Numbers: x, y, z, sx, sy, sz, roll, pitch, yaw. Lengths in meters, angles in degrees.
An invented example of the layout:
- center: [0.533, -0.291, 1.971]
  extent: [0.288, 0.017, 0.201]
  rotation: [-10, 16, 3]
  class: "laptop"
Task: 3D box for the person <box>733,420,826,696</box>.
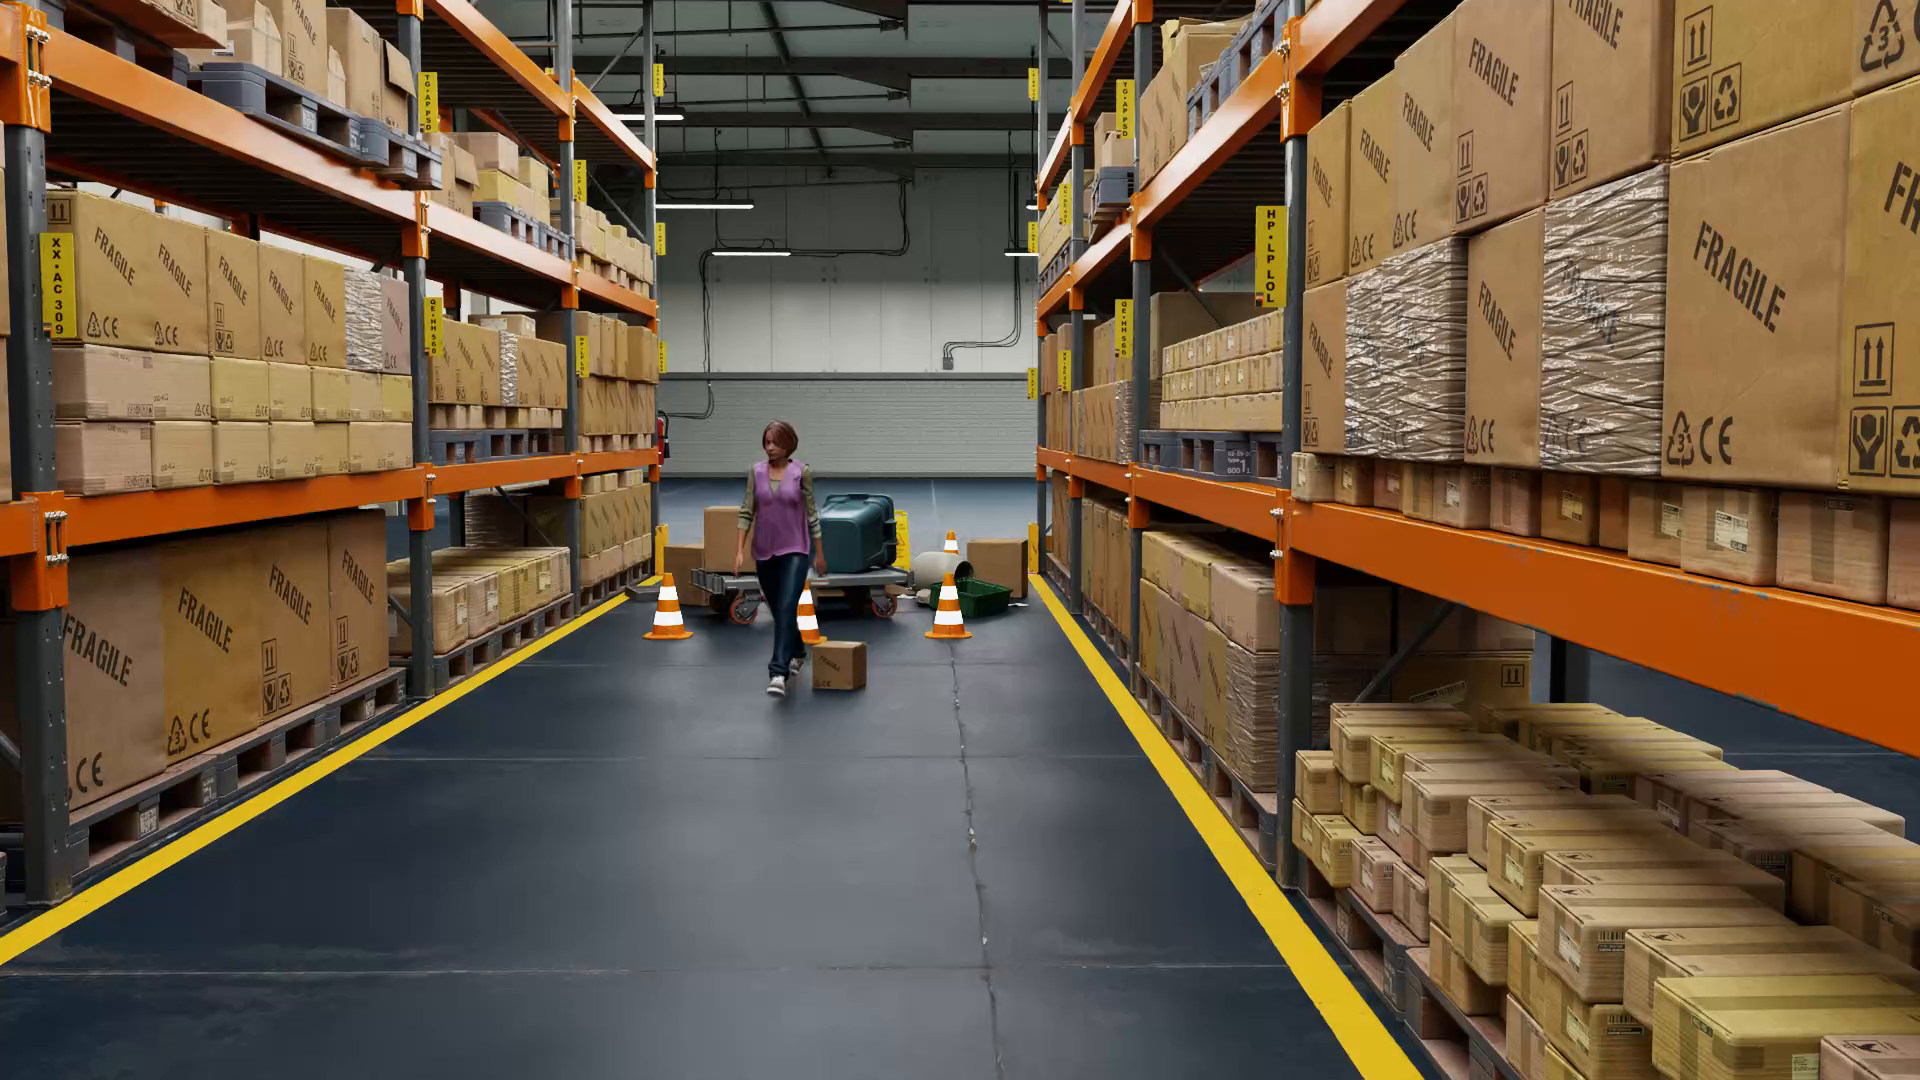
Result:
- center: [-1.047, 0.079, 9.548]
  extent: [0.457, 1.531, 0.977]
  rotation: [1, 4, 14]
  class: "person"
